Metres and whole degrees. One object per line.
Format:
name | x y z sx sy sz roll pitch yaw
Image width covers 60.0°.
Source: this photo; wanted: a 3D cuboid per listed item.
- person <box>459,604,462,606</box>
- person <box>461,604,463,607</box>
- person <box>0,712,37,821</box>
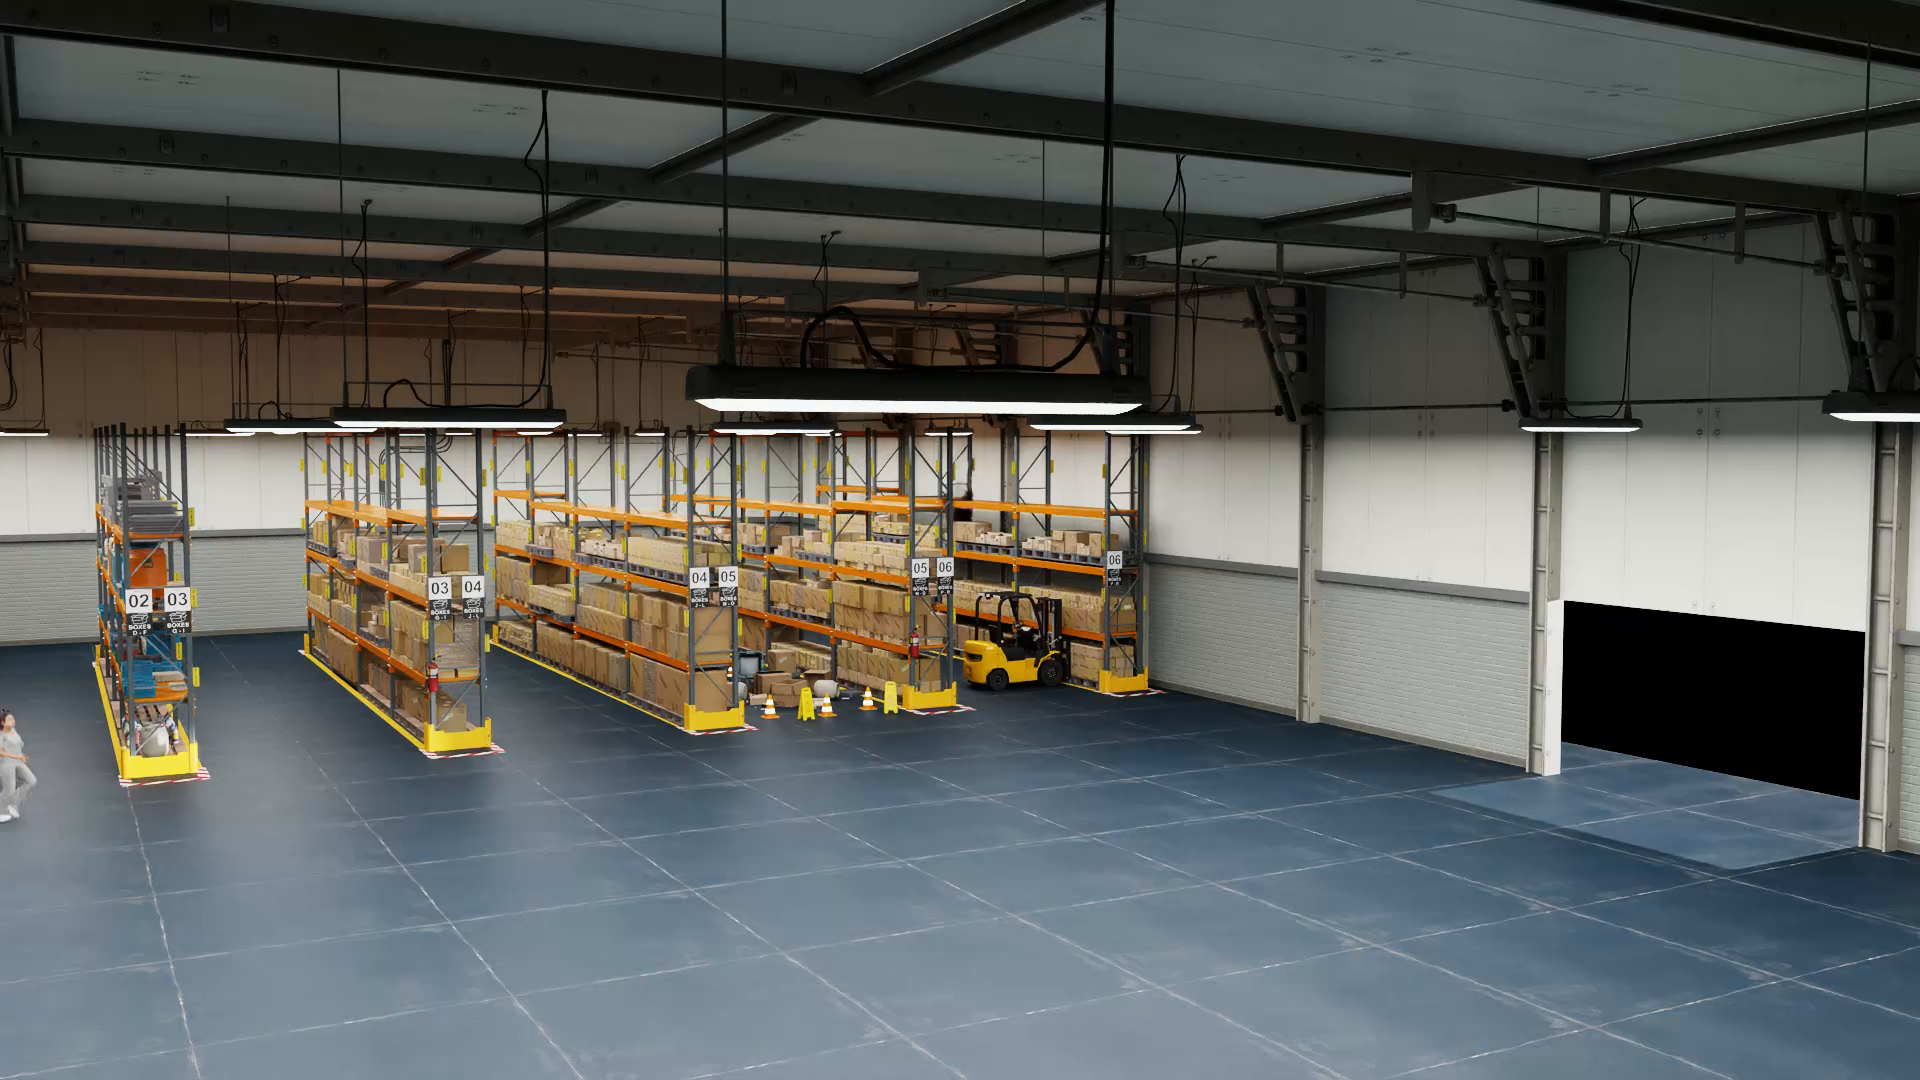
person | -14.280 2.119 46.416 0.662 1.657 0.672 1 4 20
person | -12.858 2.243 43.771 0.686 1.694 0.668 -1 4 -20
person | -14.224 3.385 24.937 0.600 1.628 0.569 0 3 1
